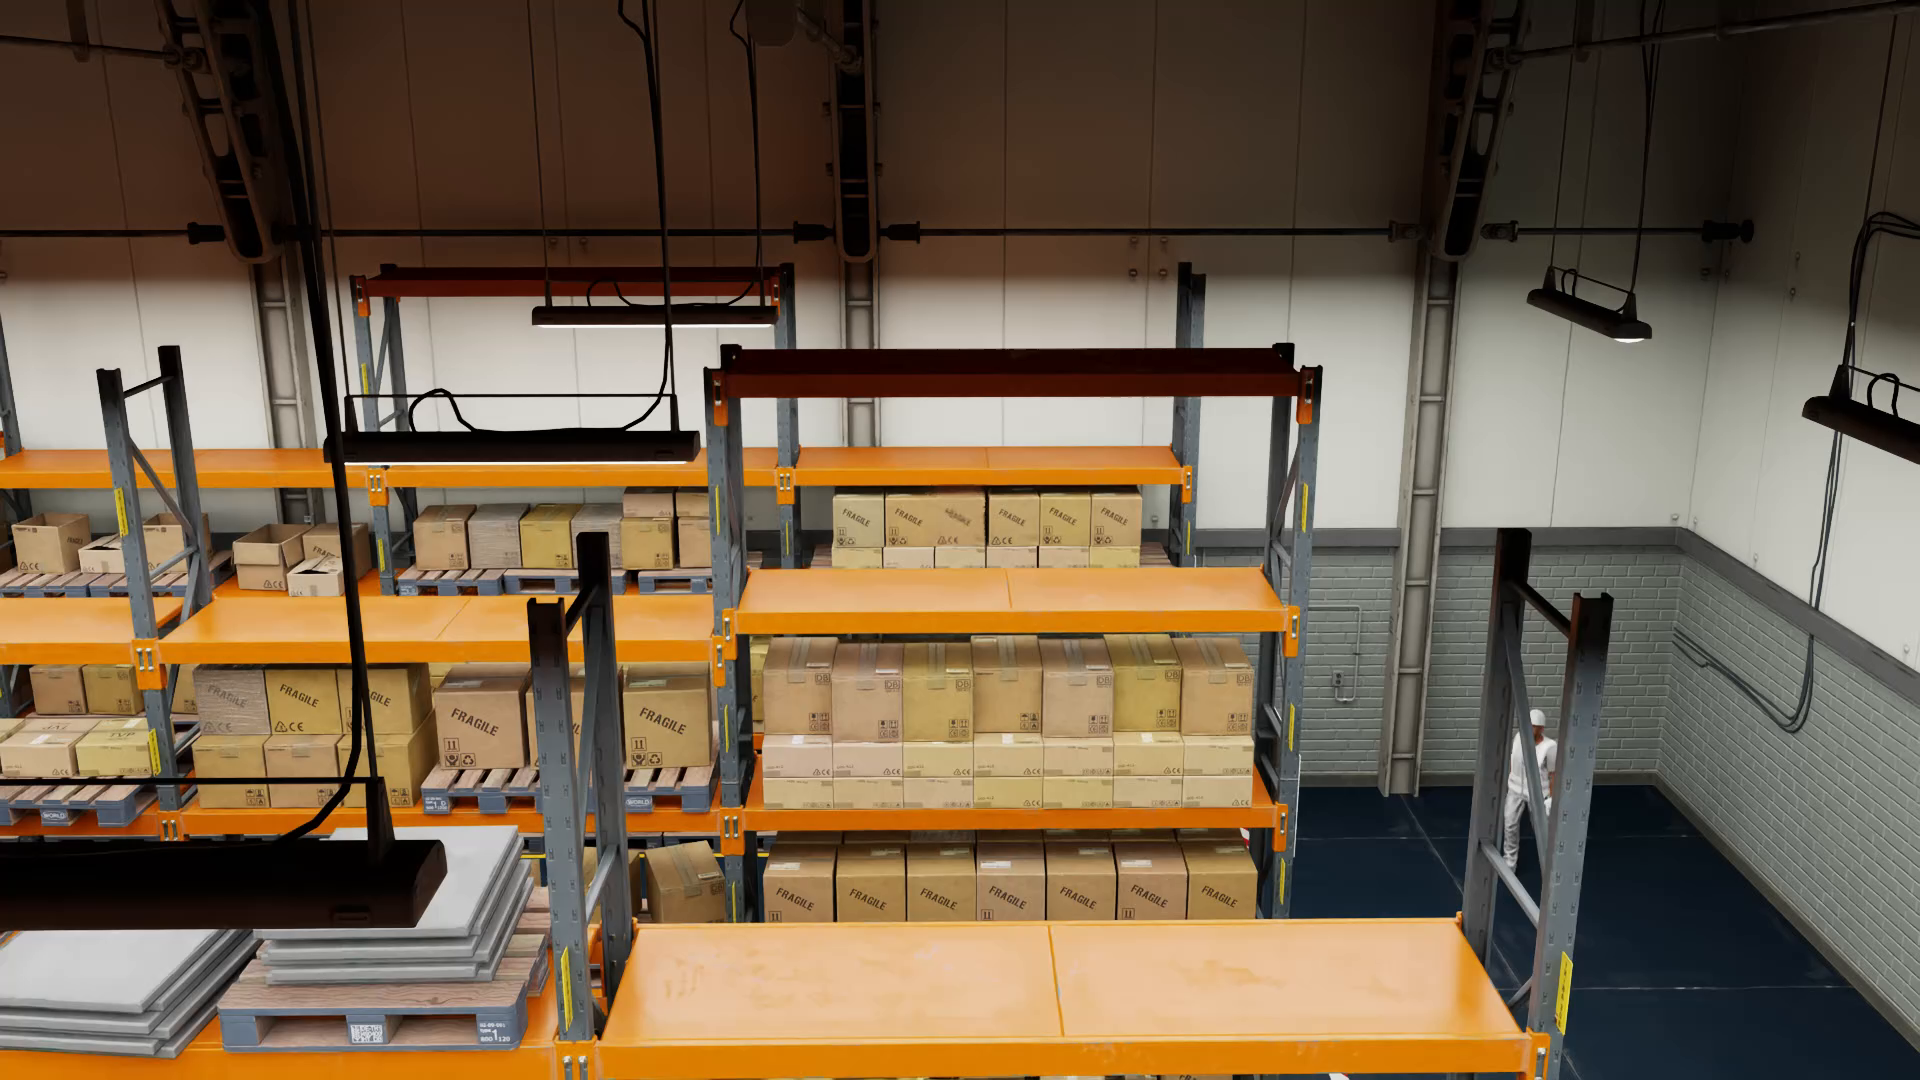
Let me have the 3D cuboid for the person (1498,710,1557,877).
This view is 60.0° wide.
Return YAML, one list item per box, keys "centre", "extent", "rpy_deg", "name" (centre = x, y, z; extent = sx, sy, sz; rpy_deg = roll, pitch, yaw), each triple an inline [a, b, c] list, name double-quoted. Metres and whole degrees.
- centre: [5.804, 2.514, 16.796]
  extent: [0.545, 1.755, 0.915]
  rpy_deg: [12, 20, 36]
  name: "person"
